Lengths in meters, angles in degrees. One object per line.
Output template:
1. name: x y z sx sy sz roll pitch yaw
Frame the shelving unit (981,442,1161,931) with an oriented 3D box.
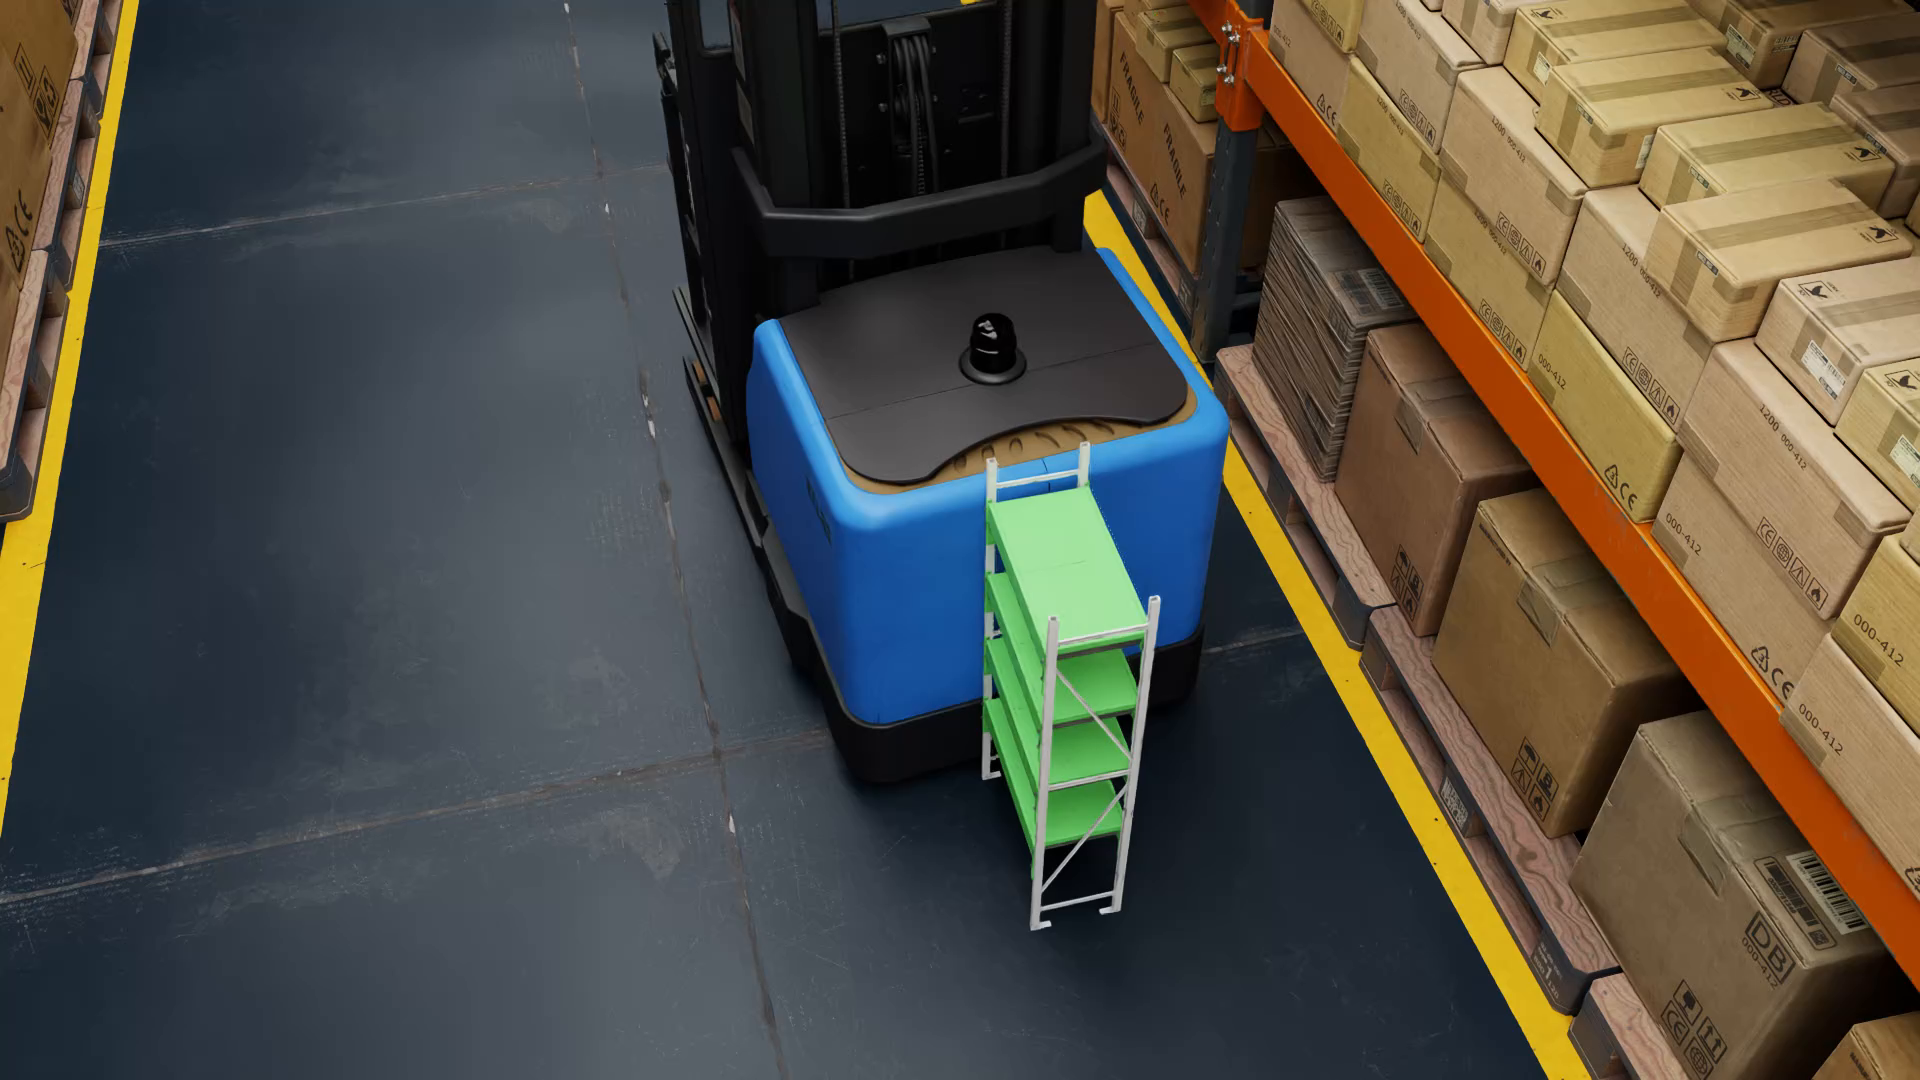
1. shelving unit: 0.238 0.389 4.026 0.258 1.200 0.503 -10 47 -10

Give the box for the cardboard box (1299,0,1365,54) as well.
1. cardboard box: 1.171 -1.561 4.435 0.500 0.250 0.500 -11 47 -10

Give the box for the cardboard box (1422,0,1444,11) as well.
1. cardboard box: 1.275 -1.425 4.022 0.380 0.149 0.250 -10 46 -9

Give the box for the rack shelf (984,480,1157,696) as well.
1. rack shelf: 0.239 0.100 3.728 0.258 0.148 0.480 -10 47 -10

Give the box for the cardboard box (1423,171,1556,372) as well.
1. cardboard box: 1.458 -0.688 3.929 0.500 0.250 0.500 -12 47 -12

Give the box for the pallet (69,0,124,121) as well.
1. pallet: -4.233 -2.151 7.210 1.003 0.211 1.213 -11 47 -10

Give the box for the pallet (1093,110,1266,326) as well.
1. pallet: 1.163 -1.340 6.416 1.003 0.211 1.213 -11 47 -10

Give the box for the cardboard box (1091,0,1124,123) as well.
1. cardboard box: 0.747 -2.027 6.592 0.500 0.500 0.500 -9 46 -9

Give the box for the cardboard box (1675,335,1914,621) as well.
1. cardboard box: 1.705 -0.155 3.057 0.500 0.250 0.500 -10 46 -10

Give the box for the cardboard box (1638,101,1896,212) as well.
1. cardboard box: 1.615 -0.731 3.342 0.380 0.149 0.250 -11 47 -10

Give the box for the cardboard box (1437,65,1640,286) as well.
1. cardboard box: 1.439 -0.855 3.743 0.500 0.250 0.500 -12 47 -11

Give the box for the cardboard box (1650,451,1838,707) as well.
1. cardboard box: 1.728 0.025 3.230 0.500 0.250 0.500 -10 47 -10

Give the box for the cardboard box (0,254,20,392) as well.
1. cardboard box: -3.576 -0.779 5.107 0.875 0.875 0.875 -11 47 -11

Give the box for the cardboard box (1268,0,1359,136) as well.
1. cardboard box: 1.195 -1.391 4.618 0.500 0.250 0.500 -11 47 -10

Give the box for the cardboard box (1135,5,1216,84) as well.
1. cardboard box: 0.847 -1.771 5.887 0.380 0.149 0.250 -13 47 -12

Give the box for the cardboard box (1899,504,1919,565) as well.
1. cardboard box: 1.749 -0.001 2.626 0.380 0.149 0.250 -12 47 -12

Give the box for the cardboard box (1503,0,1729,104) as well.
1. cardboard box: 1.447 -1.079 3.683 0.380 0.149 0.250 -10 46 -10

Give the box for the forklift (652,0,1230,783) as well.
1. forklift: -0.297 -1.440 4.609 1.130 2.935 3.031 -14 47 -14

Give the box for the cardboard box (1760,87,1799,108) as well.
1. cardboard box: 1.959 -0.958 3.844 0.500 0.250 0.500 -11 47 -11

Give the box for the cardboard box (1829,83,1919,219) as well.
1. cardboard box: 2.008 -0.812 3.421 0.380 0.149 0.250 -9 46 -9

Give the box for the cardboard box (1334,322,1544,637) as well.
1. cardboard box: 1.639 -0.227 4.741 0.875 0.625 0.625 -9 46 -9

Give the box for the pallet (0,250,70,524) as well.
1. pallet: -3.609 -0.466 5.559 1.003 0.211 1.213 -11 47 -10

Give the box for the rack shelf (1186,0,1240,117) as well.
1. rack shelf: 0.806 -2.923 6.518 1.077 0.370 4.000 -11 47 -10

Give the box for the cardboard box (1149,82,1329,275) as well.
1. cardboard box: 1.002 -1.319 5.898 0.500 0.500 0.500 -9 46 -9

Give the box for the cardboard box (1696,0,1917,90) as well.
1. cardboard box: 1.901 -1.167 3.769 0.380 0.149 0.250 -11 47 -11

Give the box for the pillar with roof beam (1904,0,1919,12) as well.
1. pillar with roof beam: -1.639 -2.371 1.273 9.100 9.000 0.400 -11 47 -10

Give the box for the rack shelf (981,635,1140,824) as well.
1. rack shelf: 0.238 0.434 4.072 0.258 0.148 0.480 -10 47 -10

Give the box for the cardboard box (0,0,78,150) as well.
1. cardboard box: -4.029 -2.013 6.316 0.875 0.875 0.875 -9 46 -9

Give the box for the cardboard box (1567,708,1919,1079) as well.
1. cardboard box: 2.006 0.756 3.777 0.875 0.625 0.625 -11 47 -11

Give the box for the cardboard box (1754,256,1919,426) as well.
1. cardboard box: 1.684 -0.367 2.985 0.380 0.149 0.250 -10 46 -10

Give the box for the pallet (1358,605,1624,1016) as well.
1. pallet: 1.799 0.598 4.516 1.003 0.211 1.213 -11 47 -10

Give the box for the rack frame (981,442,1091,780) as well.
1. rack frame: 0.178 0.220 4.191 0.240 1.200 0.015 -10 47 -10
